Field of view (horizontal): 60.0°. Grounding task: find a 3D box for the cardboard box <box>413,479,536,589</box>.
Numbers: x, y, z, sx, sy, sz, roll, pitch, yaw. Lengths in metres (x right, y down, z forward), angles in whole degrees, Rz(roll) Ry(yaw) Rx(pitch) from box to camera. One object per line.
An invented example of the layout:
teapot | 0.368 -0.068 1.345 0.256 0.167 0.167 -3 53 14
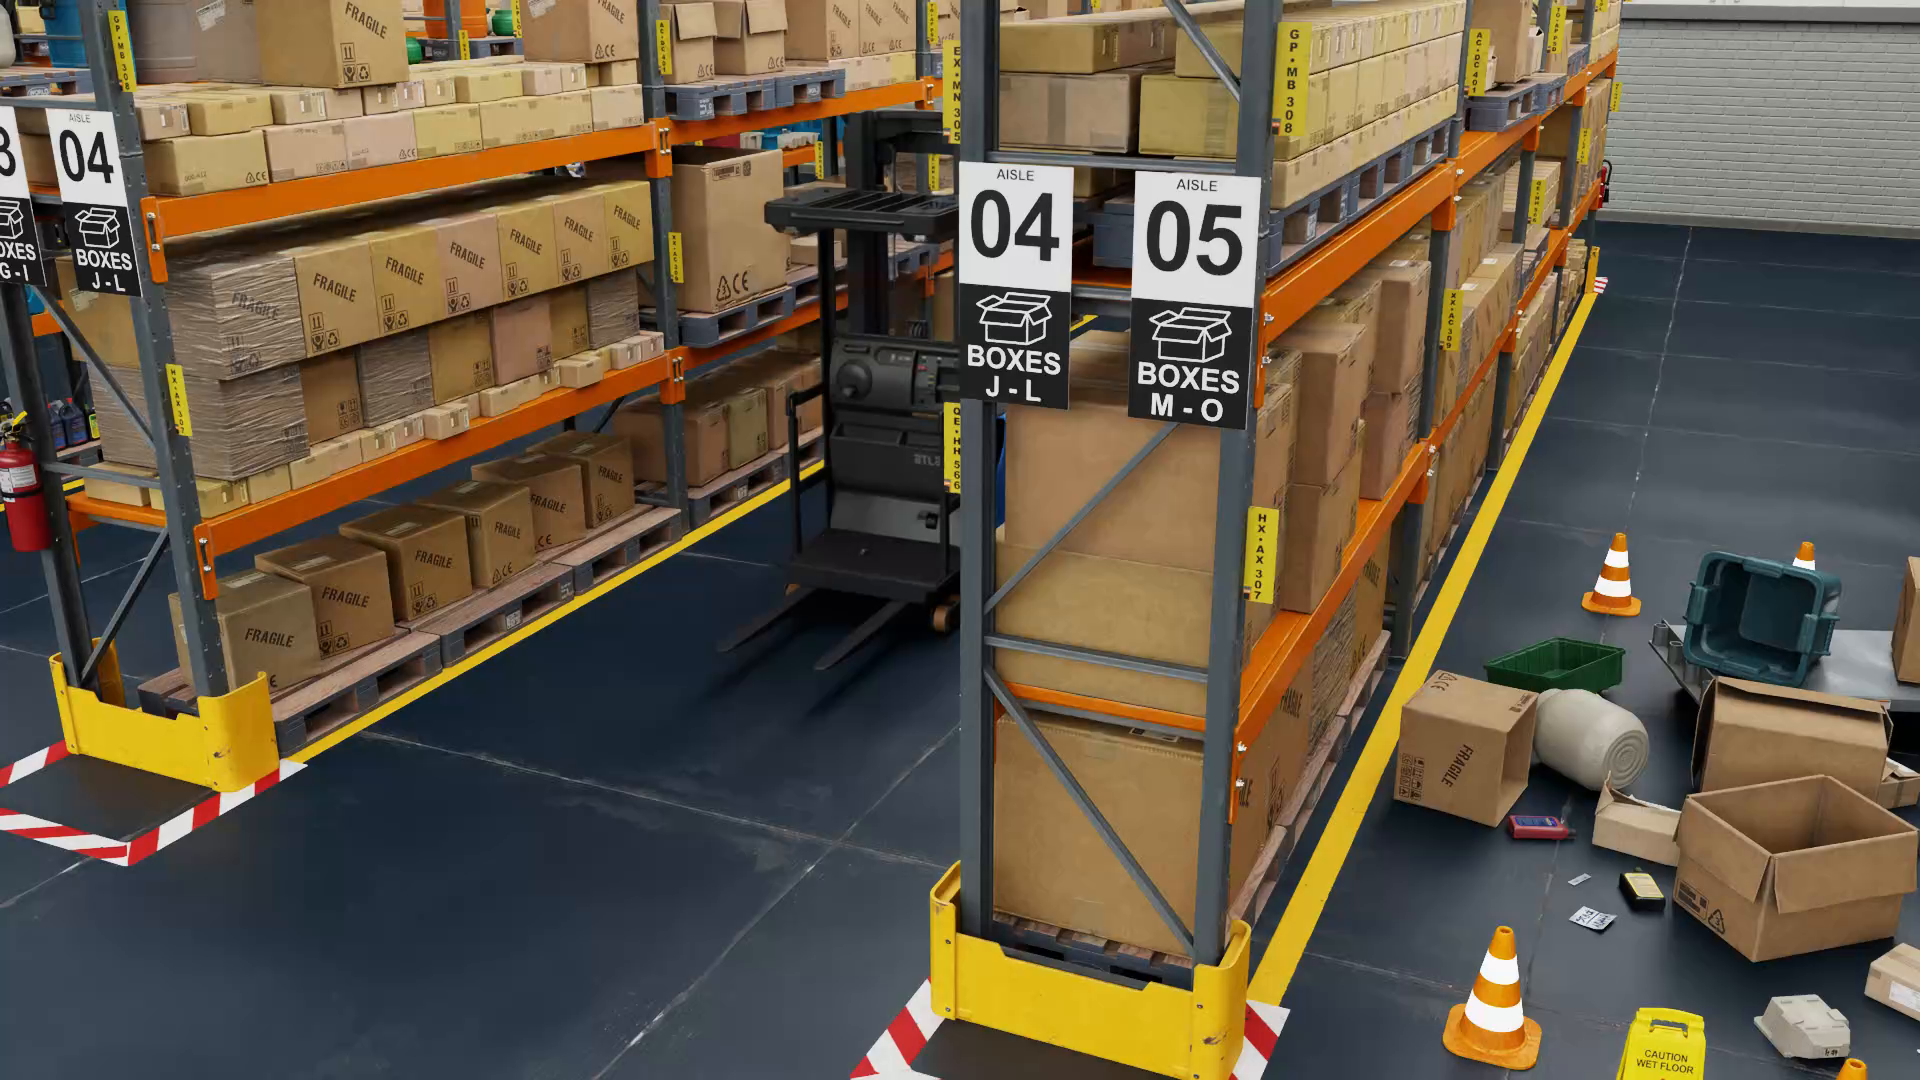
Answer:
cardboard box | -2.976 -0.044 10.218 0.500 0.500 0.500 7 21 18

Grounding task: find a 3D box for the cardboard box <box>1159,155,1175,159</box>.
cardboard box | 0.620 -1.503 6.342 0.380 0.149 0.250 9 21 23

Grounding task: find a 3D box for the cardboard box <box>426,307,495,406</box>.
cardboard box | -3.198 -1.113 9.529 0.875 0.500 0.500 9 21 23

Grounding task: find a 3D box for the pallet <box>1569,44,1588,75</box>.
pallet | 5.044 -4.402 15.173 1.213 0.211 1.003 9 21 23

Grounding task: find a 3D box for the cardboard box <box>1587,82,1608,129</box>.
cardboard box | 6.864 -4.803 18.413 0.500 0.500 0.500 8 21 21

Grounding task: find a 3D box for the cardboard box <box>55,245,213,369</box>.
cardboard box | -4.004 -1.155 8.153 0.500 0.500 0.500 9 21 23

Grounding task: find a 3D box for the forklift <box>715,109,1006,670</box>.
forklift | -0.441 -0.991 9.880 1.130 2.935 3.031 8 21 22

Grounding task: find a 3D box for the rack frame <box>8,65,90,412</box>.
rack frame | -6.884 -2.197 13.169 1.000 3.000 0.127 9 21 23

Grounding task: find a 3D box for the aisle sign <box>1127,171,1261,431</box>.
aisle sign | 0.725 -0.745 5.206 0.394 0.787 0.004 9 21 23

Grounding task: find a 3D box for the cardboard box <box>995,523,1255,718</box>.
cardboard box | 0.591 0.227 6.130 0.875 0.550 0.550 9 21 23

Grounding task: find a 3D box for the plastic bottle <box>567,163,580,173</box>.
plastic bottle | -4.386 -4.190 18.960 0.152 0.276 0.135 9 21 23

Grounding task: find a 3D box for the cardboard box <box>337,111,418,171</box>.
cardboard box | -3.158 -2.058 8.526 0.500 0.250 0.500 8 21 22

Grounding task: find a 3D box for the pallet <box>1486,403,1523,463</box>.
pallet | 4.078 -0.953 13.834 1.003 0.211 1.213 9 21 23

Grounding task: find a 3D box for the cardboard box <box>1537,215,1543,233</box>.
cardboard box | 4.882 -2.783 14.567 0.380 0.149 0.250 10 22 25

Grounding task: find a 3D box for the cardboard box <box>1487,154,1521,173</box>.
cardboard box | 5.335 -3.625 16.592 0.500 0.500 0.500 9 21 23

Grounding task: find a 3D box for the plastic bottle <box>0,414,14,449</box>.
plastic bottle | -7.096 -0.762 12.431 0.144 0.351 0.185 8 21 22

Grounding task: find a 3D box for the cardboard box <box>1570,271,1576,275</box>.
cardboard box | 6.543 -2.873 18.255 0.380 0.149 0.250 10 22 25

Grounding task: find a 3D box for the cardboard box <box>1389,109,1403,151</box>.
cardboard box | 1.637 -1.723 6.961 0.380 0.149 0.250 8 21 23

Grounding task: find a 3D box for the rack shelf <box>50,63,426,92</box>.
rack shelf | -6.065 -3.882 14.506 1.077 0.370 4.000 9 21 23

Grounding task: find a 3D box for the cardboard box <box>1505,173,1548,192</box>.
cardboard box | 4.980 -3.145 14.697 0.380 0.149 0.250 8 21 21

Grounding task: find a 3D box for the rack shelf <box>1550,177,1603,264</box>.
rack shelf | 6.213 -3.523 17.973 1.077 0.370 4.000 9 21 23

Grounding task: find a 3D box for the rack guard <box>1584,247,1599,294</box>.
rack guard | 7.001 -3.273 19.925 1.175 0.500 0.348 9 21 23

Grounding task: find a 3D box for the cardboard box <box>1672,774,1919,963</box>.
cardboard box | 3.447 1.357 6.901 0.797 0.503 0.637 -5 20 -15

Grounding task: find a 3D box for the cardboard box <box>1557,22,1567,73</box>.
cardboard box | 4.431 -3.781 12.997 0.500 0.500 0.500 9 21 23

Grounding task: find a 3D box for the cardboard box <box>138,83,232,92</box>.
cardboard box | -3.868 -2.194 8.315 0.380 0.149 0.250 9 21 23

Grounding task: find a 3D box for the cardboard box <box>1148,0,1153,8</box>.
cardboard box | 1.877 -6.404 19.598 0.700 0.500 0.500 7 21 19

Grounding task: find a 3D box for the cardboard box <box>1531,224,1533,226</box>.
cardboard box | 4.663 -2.762 14.063 0.380 0.149 0.250 8 21 22

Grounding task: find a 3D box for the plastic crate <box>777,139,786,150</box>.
plastic crate | -2.467 -5.227 21.993 0.298 0.136 0.250 9 21 23

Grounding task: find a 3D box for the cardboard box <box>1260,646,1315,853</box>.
cardboard box | 1.056 0.735 7.470 0.875 0.875 0.875 8 21 22

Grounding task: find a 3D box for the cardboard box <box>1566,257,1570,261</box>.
cardboard box | 6.469 -3.021 18.227 0.380 0.149 0.250 8 21 21

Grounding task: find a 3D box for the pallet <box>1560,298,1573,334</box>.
pallet | 6.135 -2.522 18.244 1.003 0.211 1.213 9 21 23

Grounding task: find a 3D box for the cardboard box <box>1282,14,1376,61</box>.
cardboard box | 1.325 -1.867 6.175 0.380 0.149 0.250 8 21 22

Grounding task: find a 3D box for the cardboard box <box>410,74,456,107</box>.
cardboard box | -2.961 -2.435 8.990 0.380 0.149 0.250 8 21 21

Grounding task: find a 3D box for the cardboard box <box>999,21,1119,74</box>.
cardboard box | 0.309 -1.648 5.558 0.380 0.149 0.250 9 21 23

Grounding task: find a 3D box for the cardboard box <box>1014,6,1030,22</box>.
cardboard box | 0.379 -5.209 16.668 0.500 0.311 0.500 8 21 21

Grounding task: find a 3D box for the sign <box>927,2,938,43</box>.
sign | -0.233 -4.322 13.896 0.100 0.325 0.005 9 21 23

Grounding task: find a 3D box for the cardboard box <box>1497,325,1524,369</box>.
cardboard box | 4.260 -1.579 13.418 0.500 0.250 0.500 8 21 20

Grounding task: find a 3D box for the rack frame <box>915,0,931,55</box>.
rack frame | -0.727 -5.566 13.691 1.000 3.000 0.127 9 21 23

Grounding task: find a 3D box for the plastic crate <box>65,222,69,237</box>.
plastic crate | -6.965 -2.417 13.692 0.402 0.464 0.583 9 21 23

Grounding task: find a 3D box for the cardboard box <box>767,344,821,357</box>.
cardboard box | -1.199 -1.390 13.976 0.700 0.500 0.500 7 21 18

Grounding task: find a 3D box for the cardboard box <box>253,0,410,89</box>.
cardboard box | -3.149 -2.547 8.338 0.500 0.500 0.500 8 21 22

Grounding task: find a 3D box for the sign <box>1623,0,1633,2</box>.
sign | 7.530 -6.222 18.690 0.100 0.325 0.005 9 21 23

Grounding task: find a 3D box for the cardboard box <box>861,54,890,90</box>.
cardboard box | -0.889 -3.750 13.283 0.500 0.250 0.500 8 21 23

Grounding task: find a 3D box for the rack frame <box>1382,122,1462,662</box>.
rack frame | 2.118 -0.805 9.257 1.000 3.000 0.127 9 21 23

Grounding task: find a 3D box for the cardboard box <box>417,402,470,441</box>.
cardboard box | -2.966 -0.675 9.266 0.380 0.149 0.250 9 21 23

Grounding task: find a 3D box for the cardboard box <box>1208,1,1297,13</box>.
cardboard box | 1.348 -2.423 7.739 0.380 0.149 0.250 8 21 22

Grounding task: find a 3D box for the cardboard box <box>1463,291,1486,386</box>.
cardboard box | 2.992 -1.283 10.452 0.500 0.500 0.500 8 21 22

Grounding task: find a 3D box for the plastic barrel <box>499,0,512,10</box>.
plastic barrel | -4.657 -5.657 17.593 0.433 0.535 0.433 0 20 0

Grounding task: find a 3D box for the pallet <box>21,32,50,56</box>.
pallet | -9.960 -5.205 17.432 1.213 0.211 1.003 10 22 25

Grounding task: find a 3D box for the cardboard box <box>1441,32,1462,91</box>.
cardboard box | 2.151 -2.348 8.120 0.500 0.250 0.500 8 21 22

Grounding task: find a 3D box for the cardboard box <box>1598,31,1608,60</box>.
cardboard box | 6.253 -5.010 16.826 0.500 0.250 0.500 10 22 25

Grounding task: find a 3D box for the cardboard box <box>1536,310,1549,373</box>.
cardboard box | 5.111 -1.854 15.308 0.500 0.500 0.500 8 21 21

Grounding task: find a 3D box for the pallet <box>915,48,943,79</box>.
pallet | -0.512 -4.268 14.799 1.213 0.211 1.003 10 22 25
